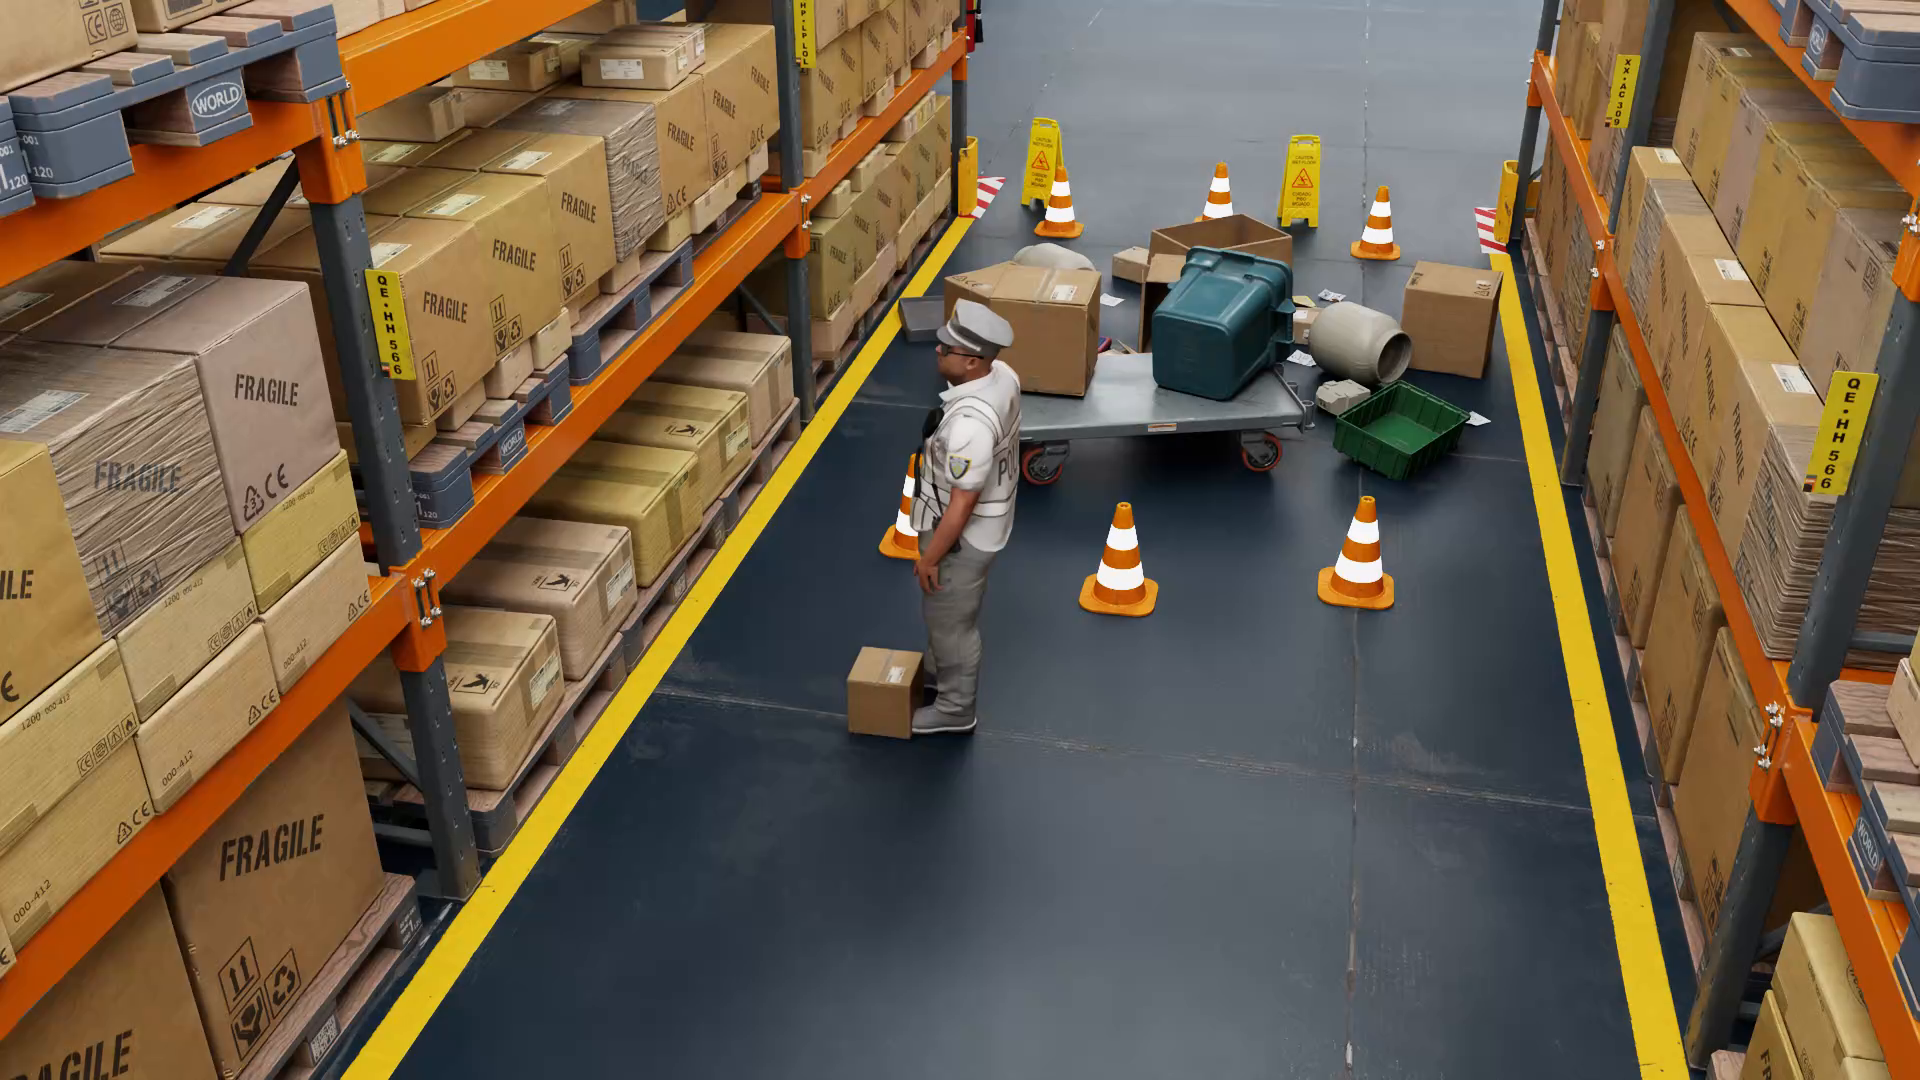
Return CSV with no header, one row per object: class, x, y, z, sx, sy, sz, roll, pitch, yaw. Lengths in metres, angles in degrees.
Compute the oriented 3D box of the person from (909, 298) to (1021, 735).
person,-0.075,-0.069,6.194,0.575,1.782,0.635,6,29,11
